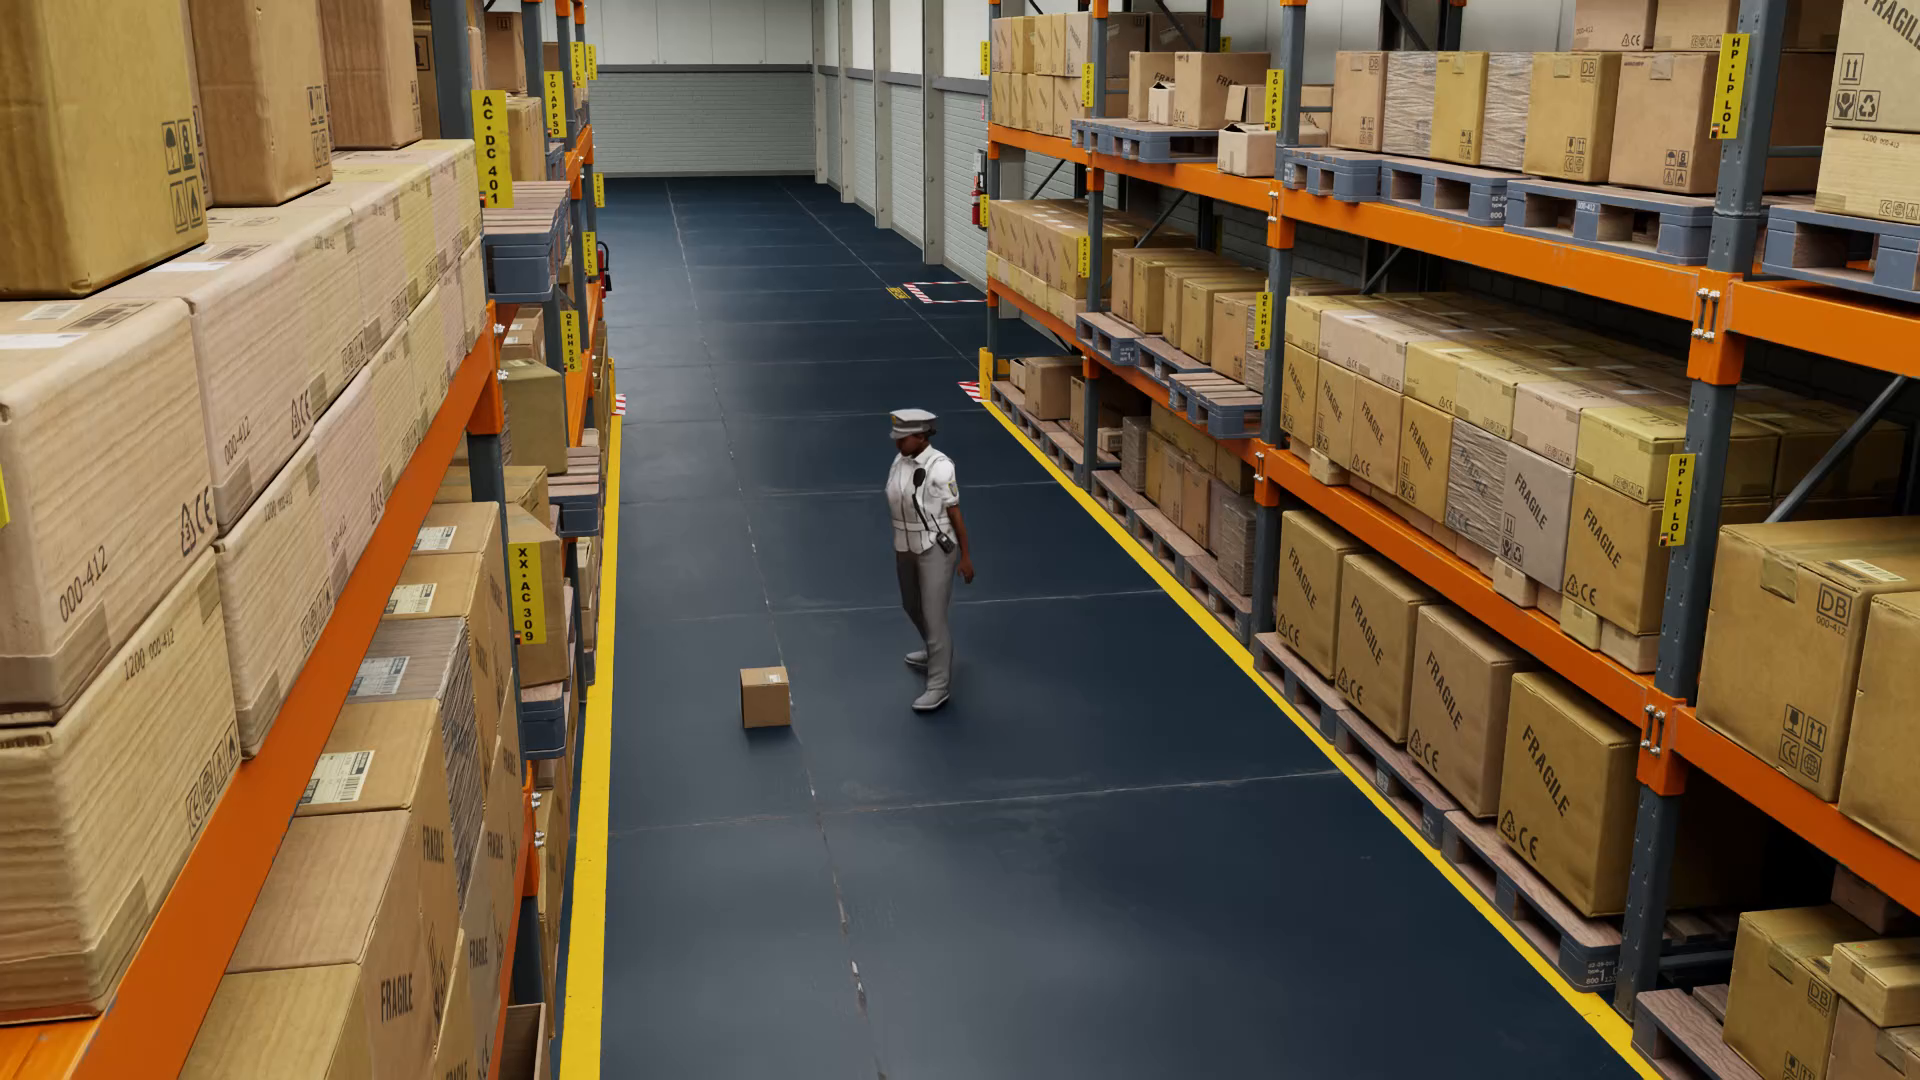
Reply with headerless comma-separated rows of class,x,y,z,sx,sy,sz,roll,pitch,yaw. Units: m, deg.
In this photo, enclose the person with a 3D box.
person,-0.189,0.054,9.356,0.662,1.635,0.625,-15,22,-41
